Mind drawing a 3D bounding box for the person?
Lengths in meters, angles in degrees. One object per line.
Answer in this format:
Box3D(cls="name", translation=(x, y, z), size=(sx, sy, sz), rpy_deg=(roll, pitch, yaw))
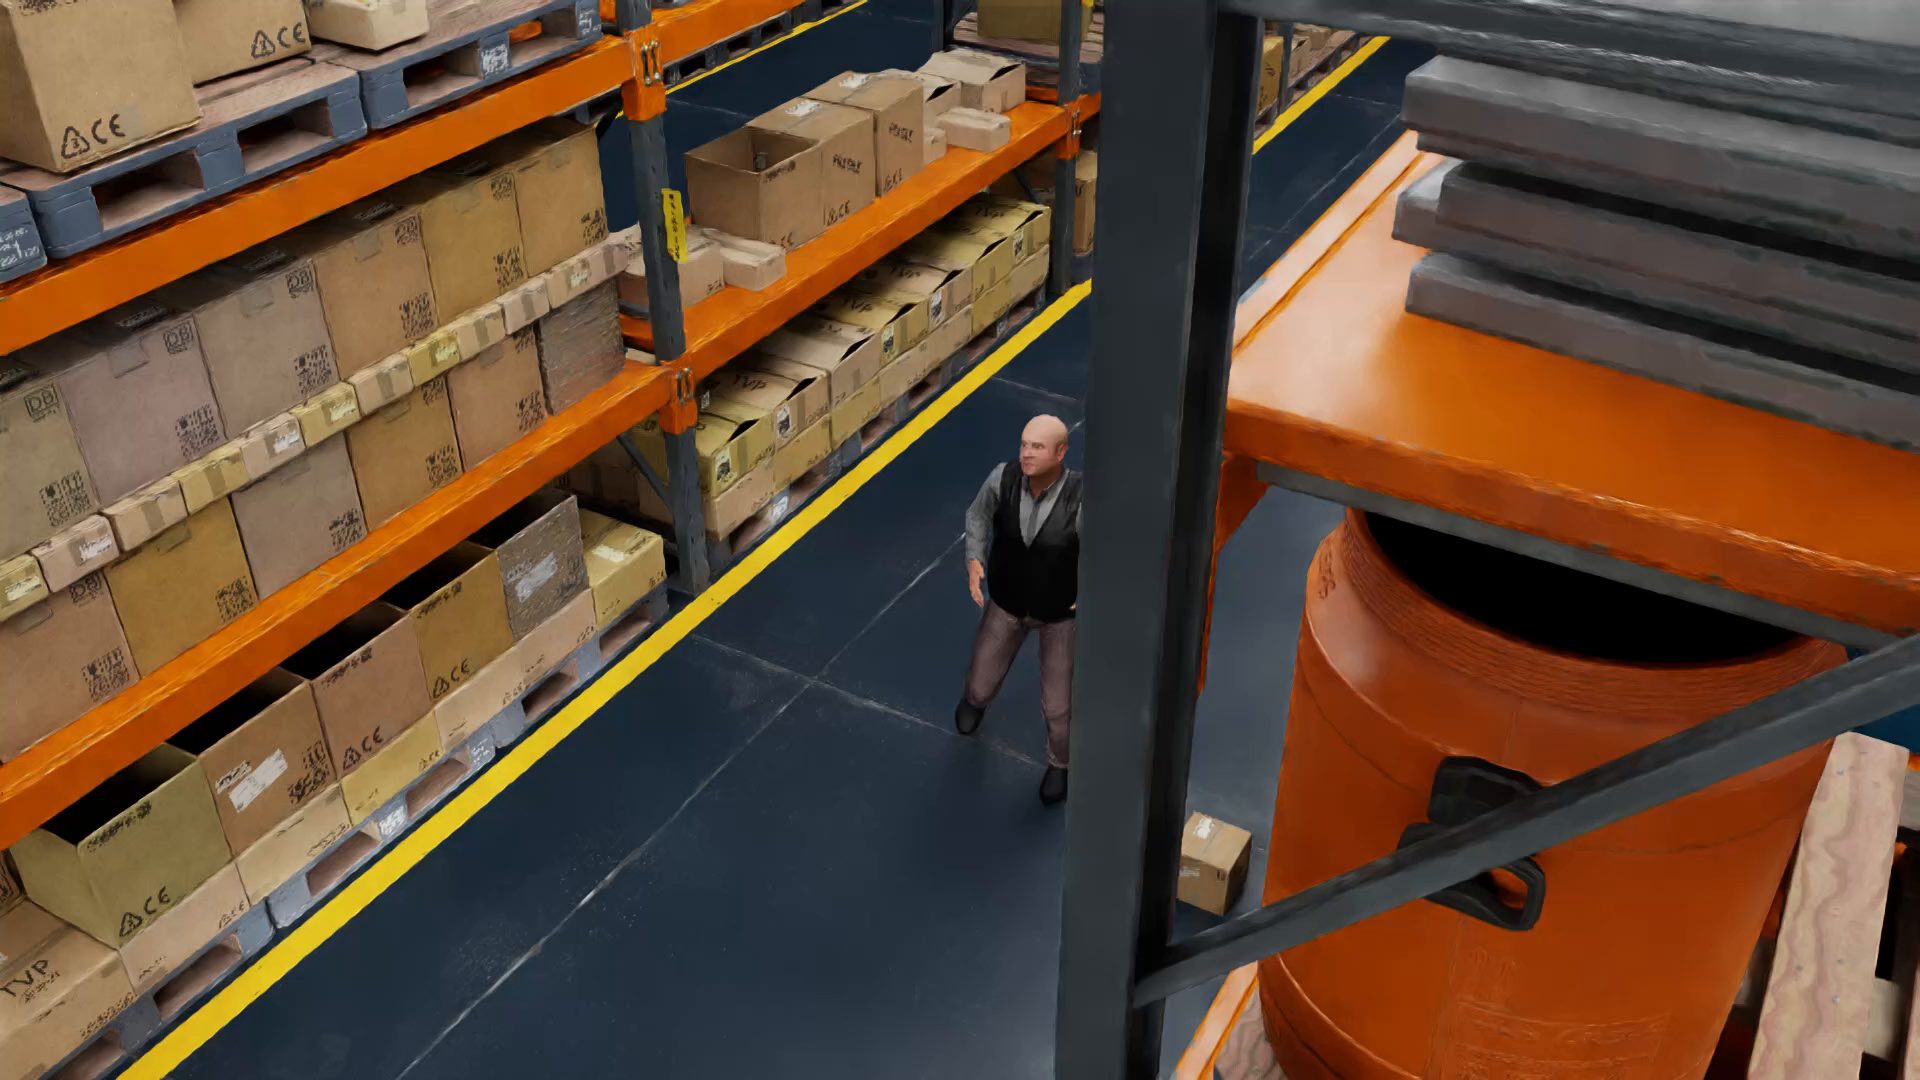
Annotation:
Box3D(cls="person", translation=(0.314, 0.271, 6.794), size=(0.773, 1.692, 0.491), rpy_deg=(10, 35, 15))
